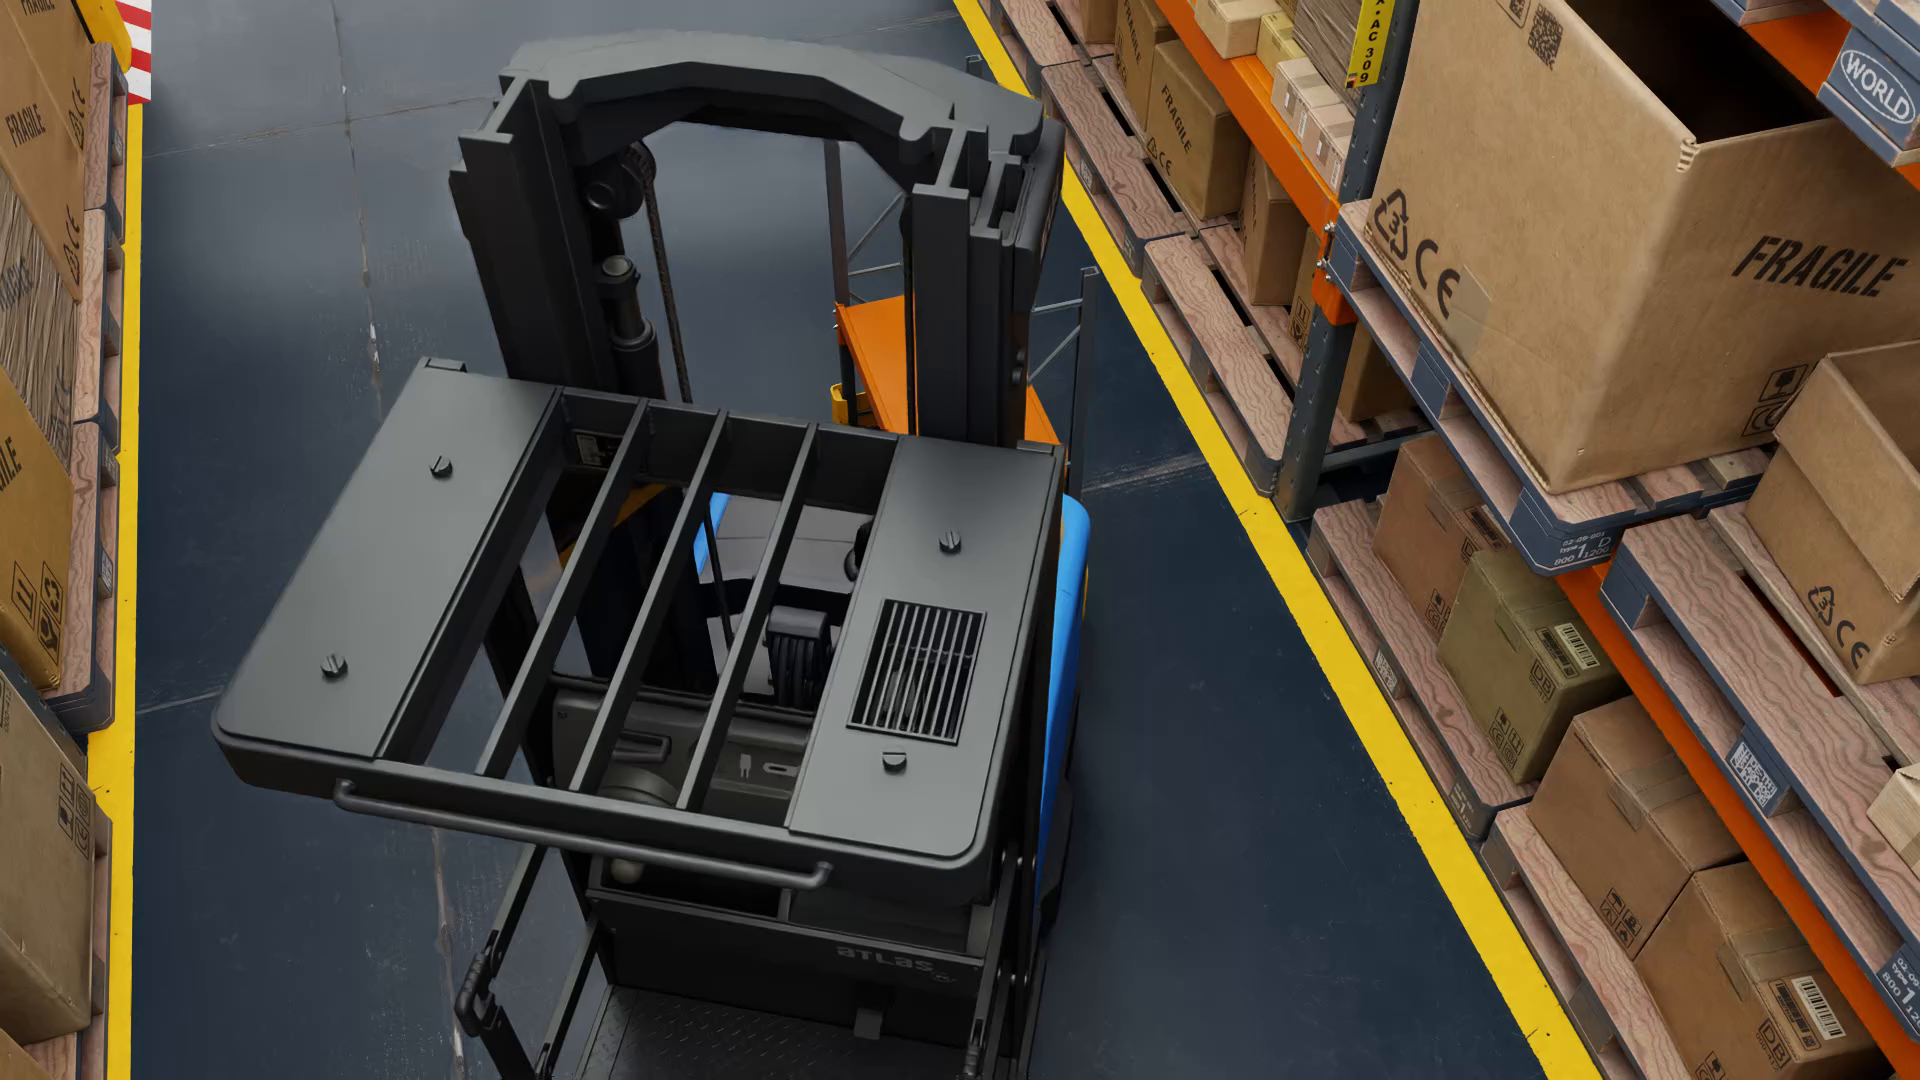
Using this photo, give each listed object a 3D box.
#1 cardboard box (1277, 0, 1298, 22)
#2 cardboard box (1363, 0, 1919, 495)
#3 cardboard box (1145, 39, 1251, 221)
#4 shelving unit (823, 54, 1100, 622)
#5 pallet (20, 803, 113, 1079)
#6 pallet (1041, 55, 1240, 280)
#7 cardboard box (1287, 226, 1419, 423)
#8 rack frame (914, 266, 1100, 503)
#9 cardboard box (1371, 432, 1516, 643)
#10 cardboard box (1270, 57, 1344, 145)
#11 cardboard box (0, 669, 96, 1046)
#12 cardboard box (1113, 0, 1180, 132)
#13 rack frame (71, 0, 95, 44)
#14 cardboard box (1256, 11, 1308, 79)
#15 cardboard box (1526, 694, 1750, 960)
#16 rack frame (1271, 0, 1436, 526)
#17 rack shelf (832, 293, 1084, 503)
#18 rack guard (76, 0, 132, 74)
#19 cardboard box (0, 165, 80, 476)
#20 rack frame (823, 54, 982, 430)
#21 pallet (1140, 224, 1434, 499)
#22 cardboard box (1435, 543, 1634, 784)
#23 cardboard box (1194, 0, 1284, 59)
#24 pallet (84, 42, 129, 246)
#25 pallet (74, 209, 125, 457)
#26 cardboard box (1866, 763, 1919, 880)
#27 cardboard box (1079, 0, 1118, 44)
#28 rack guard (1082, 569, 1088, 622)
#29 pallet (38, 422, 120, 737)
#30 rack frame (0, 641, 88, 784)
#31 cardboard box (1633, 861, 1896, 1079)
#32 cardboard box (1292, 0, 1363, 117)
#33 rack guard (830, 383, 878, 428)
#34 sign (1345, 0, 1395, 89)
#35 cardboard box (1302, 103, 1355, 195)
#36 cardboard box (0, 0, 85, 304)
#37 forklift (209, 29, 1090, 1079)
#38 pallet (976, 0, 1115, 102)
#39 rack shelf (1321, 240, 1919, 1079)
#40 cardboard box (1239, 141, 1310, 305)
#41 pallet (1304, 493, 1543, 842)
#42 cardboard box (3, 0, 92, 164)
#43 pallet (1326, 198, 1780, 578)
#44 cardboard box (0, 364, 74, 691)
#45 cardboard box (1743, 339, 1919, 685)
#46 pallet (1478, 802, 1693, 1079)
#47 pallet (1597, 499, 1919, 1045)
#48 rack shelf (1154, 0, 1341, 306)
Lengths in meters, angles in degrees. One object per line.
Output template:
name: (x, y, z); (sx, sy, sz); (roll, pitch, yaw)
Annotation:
cardboard box: (1.407, -2.019, 5.230); (0.875, 0.500, 0.500); (-13, 51, -11)
cardboard box: (1.697, -0.892, 3.873); (1.000, 1.000, 1.000); (-13, 51, -11)
cardboard box: (1.080, -1.658, 6.546); (0.500, 0.500, 0.500); (-17, 52, -14)
shelving unit: (-0.023, -0.539, 5.224); (0.587, 1.500, 1.083); (-13, 51, -11)
pallet: (-2.872, 1.318, 4.501); (1.003, 0.211, 1.213); (-13, 51, -11)
pallet: (0.999, -1.651, 7.004); (1.003, 0.211, 1.213); (-13, 51, -11)
cardboard box: (1.515, -0.806, 5.828); (0.500, 0.500, 0.500); (-15, 51, -12)
rack frame: (0.125, -0.174, 4.916); (0.500, 1.500, 0.032); (-13, 51, -11)
cardboard box: (1.756, -0.058, 5.184); (0.700, 0.500, 0.500); (-17, 52, -14)
cardboard box: (1.186, -1.369, 5.107); (0.380, 0.149, 0.250); (-13, 51, -11)
cardboard box: (-2.903, 0.895, 4.230); (1.050, 0.750, 0.750); (-14, 51, -11)
cardboard box: (0.958, -2.076, 6.898); (0.500, 0.500, 0.500); (-9, 50, -8)
rack frame: (-4.355, -3.049, 6.358); (1.000, 3.000, 0.127); (-13, 51, -11)
cardboard box: (1.170, -1.566, 5.272); (0.380, 0.149, 0.250); (-13, 51, -11)
cardboard box: (2.045, 0.703, 4.542); (0.700, 0.500, 0.500); (-17, 52, -14)
rack frame: (1.595, -1.175, 4.779); (1.000, 3.000, 0.127); (-13, 51, -11)
rack shelf: (-0.025, -0.430, 5.367); (0.538, 0.185, 1.000); (-13, 51, -11)
rack guard: (-4.363, -2.261, 7.329); (1.175, 0.500, 0.348); (-13, 51, -11)
cardboard box: (-3.562, -0.711, 5.502); (0.875, 0.875, 0.875); (-13, 51, -11)
rack frame: (-0.176, -0.917, 5.542); (0.500, 1.500, 0.032); (-13, 51, -11)
pallet: (1.363, -0.759, 6.252); (1.003, 0.211, 1.213); (-13, 51, -11)
cardboard box: (1.880, 0.295, 4.887); (0.700, 0.500, 0.500); (-14, 51, -11)
cardboard box: (0.989, -1.723, 5.405); (0.380, 0.149, 0.250); (-13, 51, -11)
pallet: (-4.044, -1.584, 6.947); (1.003, 0.211, 1.213); (-13, 51, -11)
pallet: (-3.687, -0.694, 6.197); (1.003, 0.211, 1.213); (-13, 51, -11)
cardboard box: (2.027, 0.498, 3.182); (0.396, 0.266, 0.258); (-15, 51, -12)
cardboard box: (0.791, -2.537, 7.288); (0.500, 0.500, 0.500); (-2, 50, -1)
rack guard: (0.125, 0.227, 5.395); (0.587, 0.250, 0.087); (-13, 51, -11)
pallet: (-3.323, 0.198, 5.445); (1.003, 0.211, 1.213); (-13, 51, -11)
rack frame: (-3.173, -0.127, 3.895); (1.000, 3.000, 0.127); (-13, 51, -11)
cardboard box: (2.211, 1.111, 4.199); (0.700, 0.500, 0.500); (-9, 51, -8)
cardboard box: (1.521, -1.646, 4.916); (0.875, 0.500, 0.500); (-13, 51, -11)
rack guard: (-0.170, -0.500, 6.008); (0.587, 0.250, 0.087); (-13, 51, -11)
sign: (1.079, -1.326, 4.340); (0.100, 0.325, 0.005); (-13, 51, -11)
cardboard box: (1.251, -1.185, 4.951); (0.380, 0.149, 0.250); (-13, 51, -11)
cardboard box: (-3.830, -1.377, 6.064); (0.875, 0.875, 0.875); (-14, 51, -12)
forklift: (-0.421, 0.665, 3.272); (1.130, 2.935, 3.031); (8, 50, 7)
pallet: (0.641, -2.541, 7.754); (1.003, 0.211, 1.213); (-13, 51, -11)
rack shelf: (2.187, 0.518, 3.822); (1.077, 0.370, 4.000); (-13, 51, -11)
cardboard box: (1.339, -1.223, 6.179); (0.500, 0.500, 0.500); (1, 50, 1)
pallet: (1.827, 0.292, 5.366); (1.003, 0.211, 1.213); (-13, 51, -11)
cardboard box: (-4.092, -2.019, 6.605); (0.875, 0.875, 0.875); (-13, 51, -11)
pallet: (1.683, -0.522, 4.354); (1.003, 0.211, 1.213); (-13, 51, -11)
cardboard box: (-3.292, -0.053, 4.948); (0.875, 0.875, 0.875); (-13, 51, -10)
cardboard box: (2.196, -0.098, 3.529); (0.797, 0.503, 0.637); (-9, 50, -7)
pallet: (2.192, 1.185, 4.613); (1.003, 0.211, 1.213); (-13, 51, -11)
pallet: (2.154, 0.372, 3.600); (1.003, 0.211, 1.213); (-13, 51, -11)
rack shelf: (1.004, -2.404, 6.285); (1.077, 0.370, 4.000); (-13, 51, -11)
